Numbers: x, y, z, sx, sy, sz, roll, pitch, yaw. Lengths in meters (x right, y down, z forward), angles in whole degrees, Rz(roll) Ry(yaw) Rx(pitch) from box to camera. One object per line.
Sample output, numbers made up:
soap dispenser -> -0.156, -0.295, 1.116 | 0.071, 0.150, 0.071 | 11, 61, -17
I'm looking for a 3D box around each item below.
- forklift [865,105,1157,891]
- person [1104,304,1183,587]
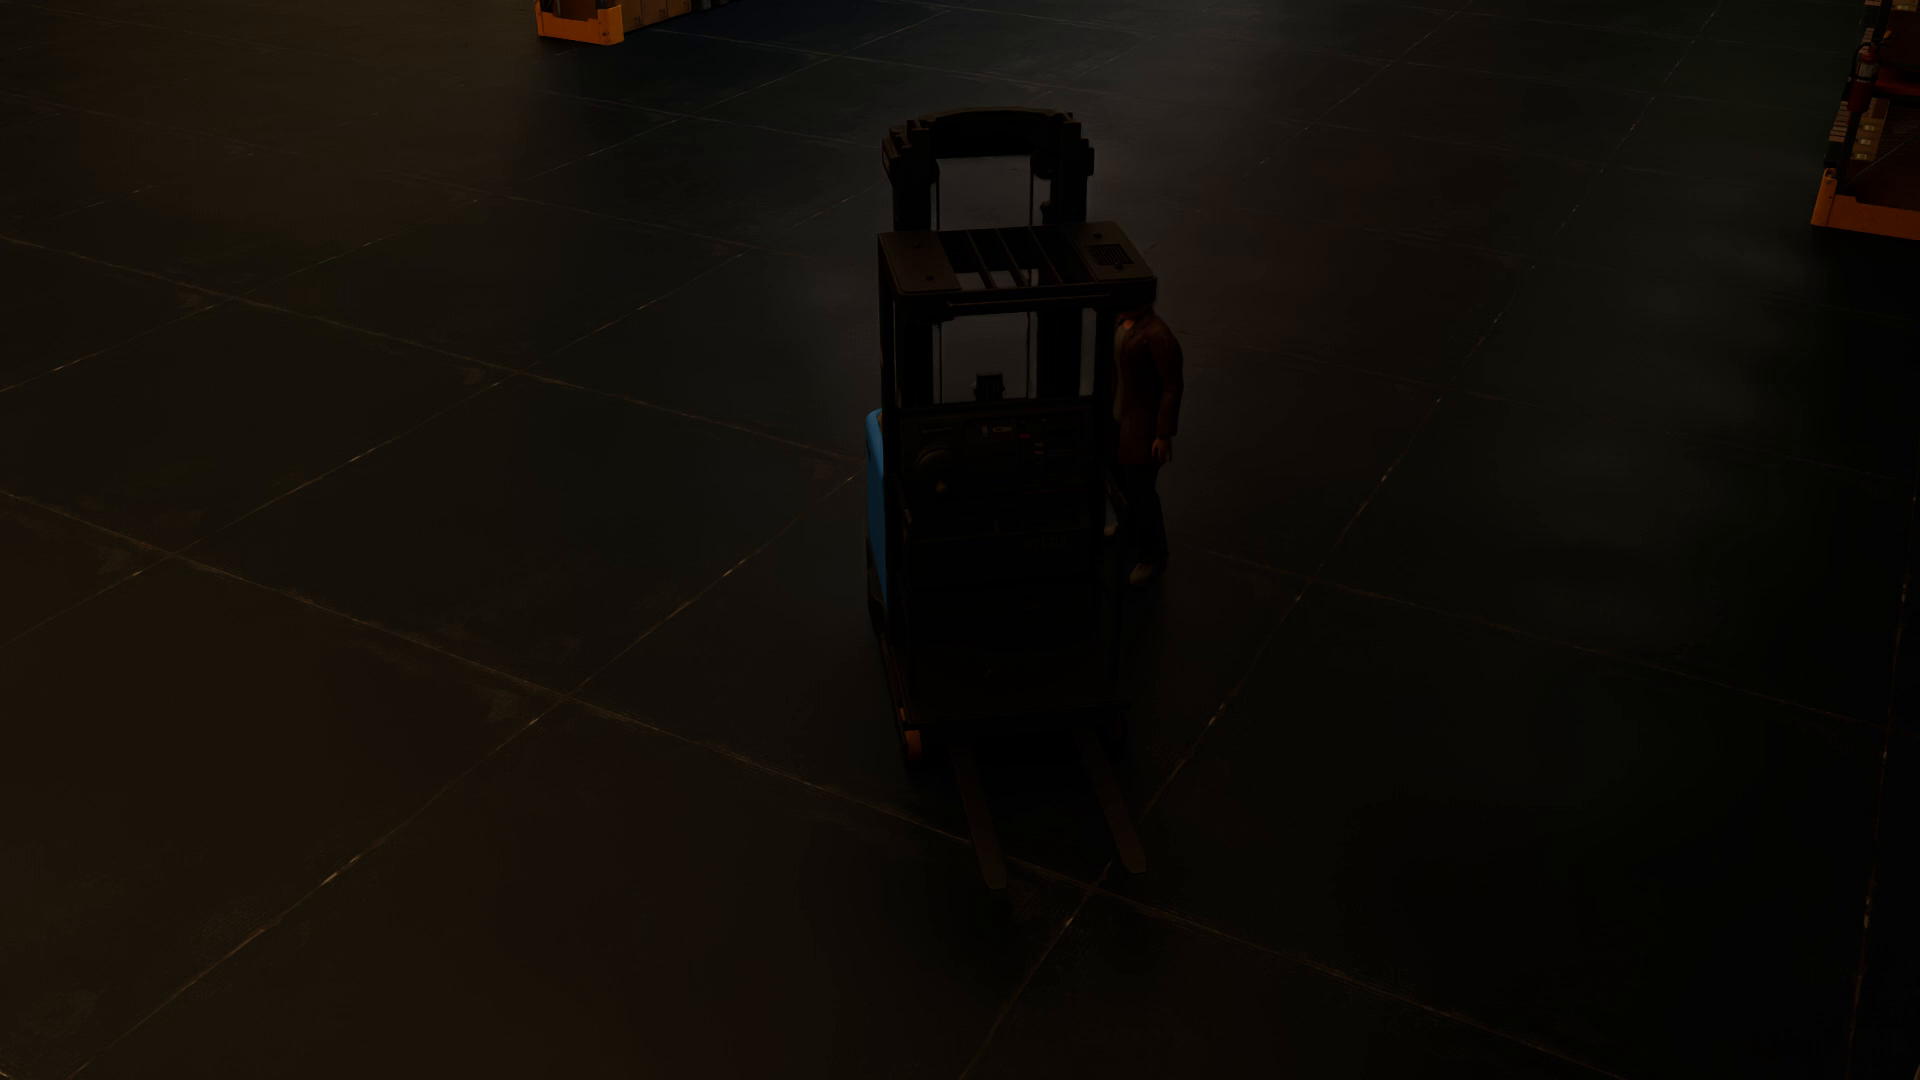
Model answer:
forklift -> 0.216, -0.375, 7.721 | 1.130, 2.935, 3.031 | -5, 30, -8
person -> 1.009, -0.700, 9.471 | 0.422, 1.751, 0.878 | -12, 32, -20
